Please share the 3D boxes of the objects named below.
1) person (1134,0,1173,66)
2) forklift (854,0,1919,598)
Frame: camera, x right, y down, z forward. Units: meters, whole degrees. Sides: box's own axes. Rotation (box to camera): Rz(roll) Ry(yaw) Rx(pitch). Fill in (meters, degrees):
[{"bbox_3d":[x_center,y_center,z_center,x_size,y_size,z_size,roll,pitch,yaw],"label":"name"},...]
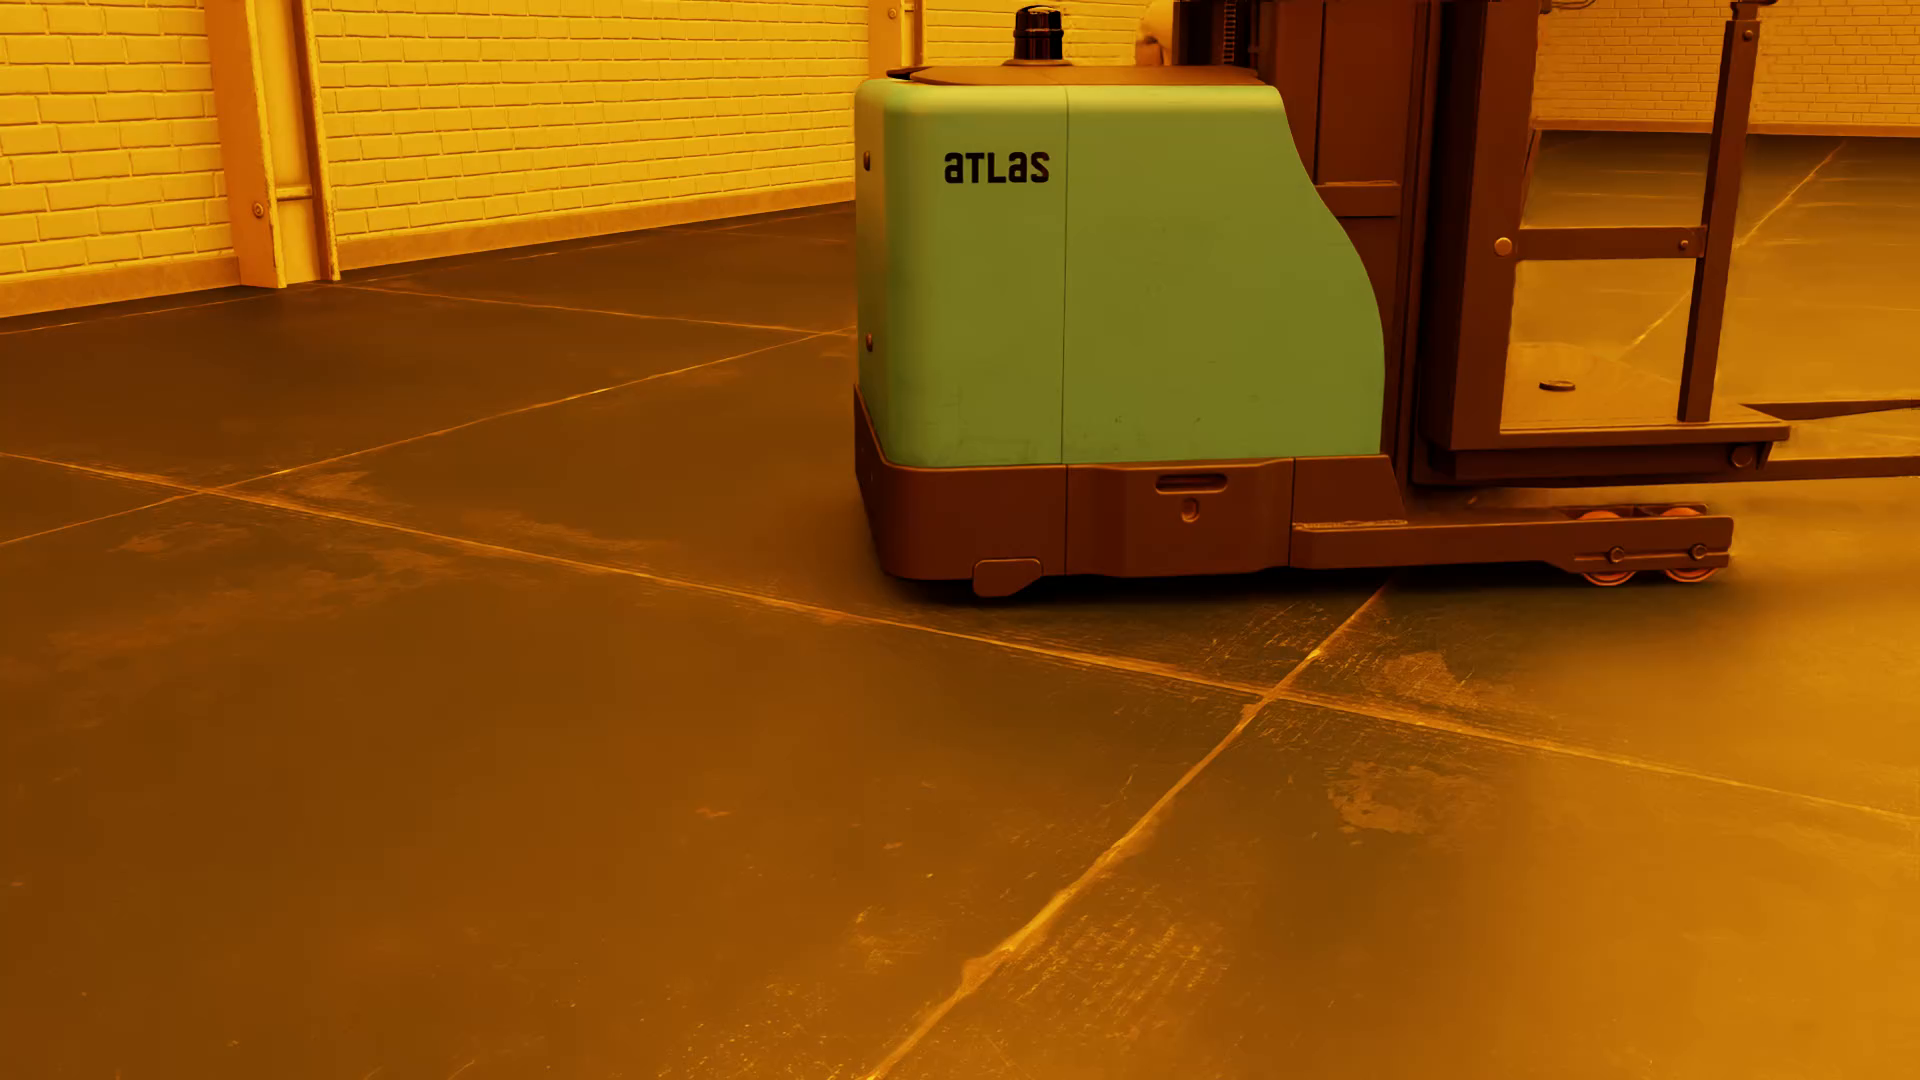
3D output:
[{"bbox_3d":[0.807,-1.092,4.954,0.599,1.598,0.825,-1,16,-5],"label":"person"},{"bbox_3d":[1.282,-1.449,3.774,3.031,2.935,1.130,-2,17,-7],"label":"forklift"}]
